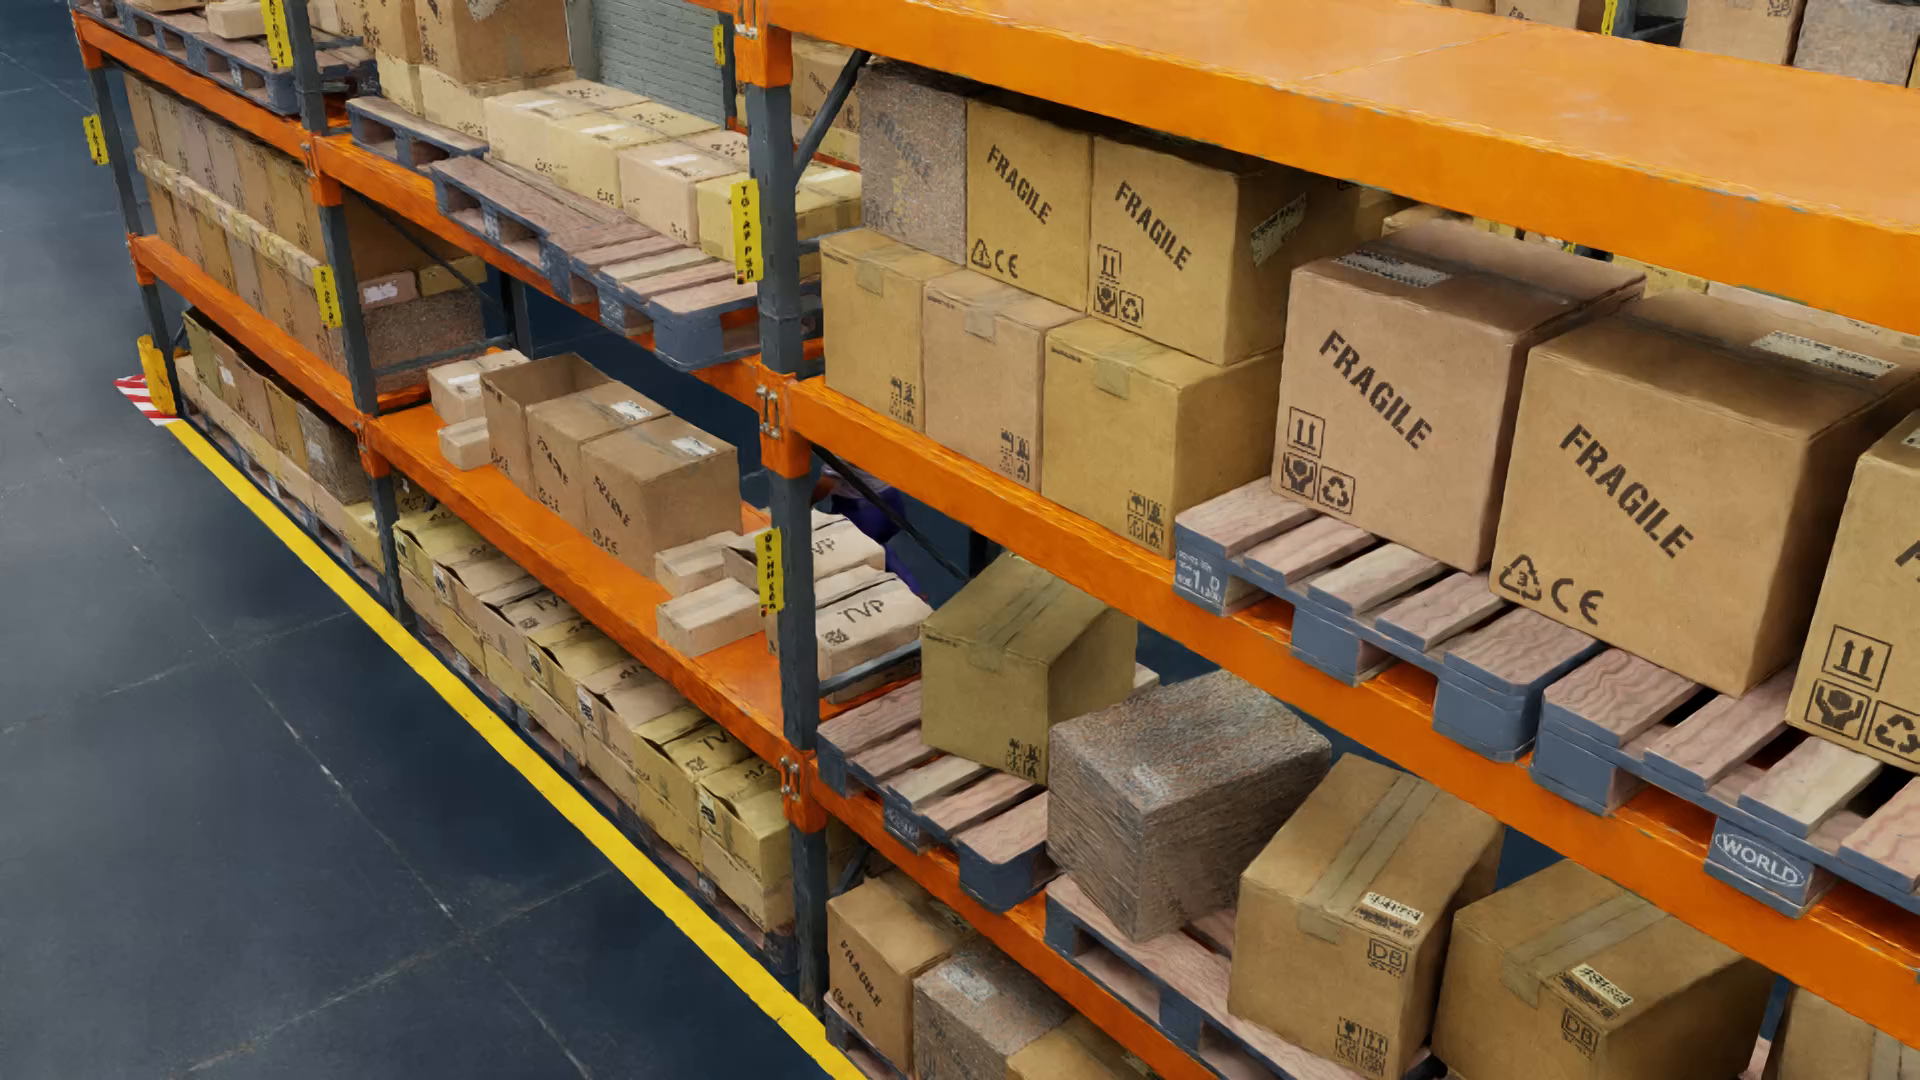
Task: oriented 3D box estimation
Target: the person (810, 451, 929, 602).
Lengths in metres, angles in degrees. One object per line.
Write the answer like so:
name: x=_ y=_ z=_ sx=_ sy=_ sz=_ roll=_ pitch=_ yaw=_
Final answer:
person: x=-0.540 y=-0.144 z=8.953 sx=0.708 sy=1.615 sz=0.471 roll=-25 pitch=37 yaw=-38
